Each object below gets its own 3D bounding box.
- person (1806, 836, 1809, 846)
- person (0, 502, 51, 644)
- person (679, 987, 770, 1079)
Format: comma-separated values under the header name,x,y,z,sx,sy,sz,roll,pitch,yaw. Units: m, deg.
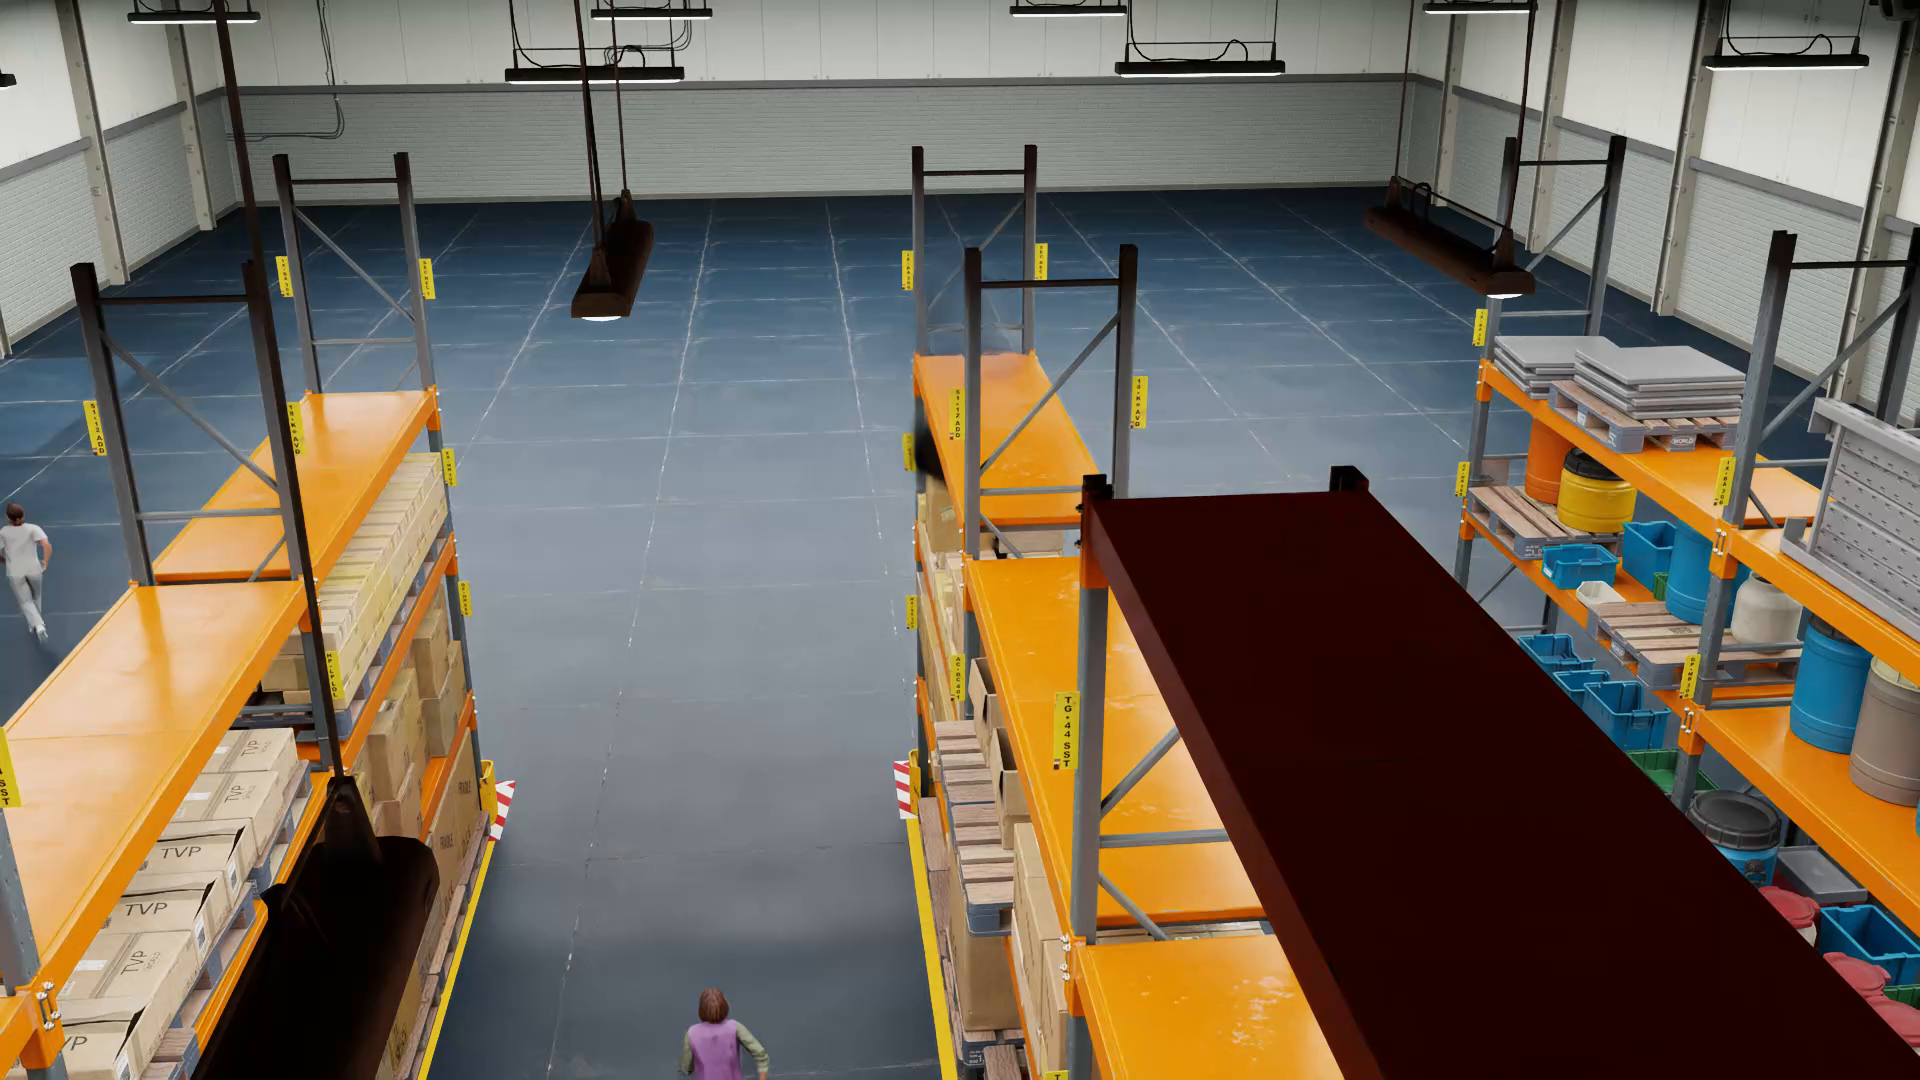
name,x,y,z,sx,sy,sz,roll,pitch,yaw
person,7.467,2.146,14.076,0.609,1.711,0.879,-9,23,-21
person,-10.296,0.427,18.371,0.565,1.660,1.058,-14,26,-32
person,-1.490,3.565,10.558,0.524,1.524,0.744,-7,23,-18
